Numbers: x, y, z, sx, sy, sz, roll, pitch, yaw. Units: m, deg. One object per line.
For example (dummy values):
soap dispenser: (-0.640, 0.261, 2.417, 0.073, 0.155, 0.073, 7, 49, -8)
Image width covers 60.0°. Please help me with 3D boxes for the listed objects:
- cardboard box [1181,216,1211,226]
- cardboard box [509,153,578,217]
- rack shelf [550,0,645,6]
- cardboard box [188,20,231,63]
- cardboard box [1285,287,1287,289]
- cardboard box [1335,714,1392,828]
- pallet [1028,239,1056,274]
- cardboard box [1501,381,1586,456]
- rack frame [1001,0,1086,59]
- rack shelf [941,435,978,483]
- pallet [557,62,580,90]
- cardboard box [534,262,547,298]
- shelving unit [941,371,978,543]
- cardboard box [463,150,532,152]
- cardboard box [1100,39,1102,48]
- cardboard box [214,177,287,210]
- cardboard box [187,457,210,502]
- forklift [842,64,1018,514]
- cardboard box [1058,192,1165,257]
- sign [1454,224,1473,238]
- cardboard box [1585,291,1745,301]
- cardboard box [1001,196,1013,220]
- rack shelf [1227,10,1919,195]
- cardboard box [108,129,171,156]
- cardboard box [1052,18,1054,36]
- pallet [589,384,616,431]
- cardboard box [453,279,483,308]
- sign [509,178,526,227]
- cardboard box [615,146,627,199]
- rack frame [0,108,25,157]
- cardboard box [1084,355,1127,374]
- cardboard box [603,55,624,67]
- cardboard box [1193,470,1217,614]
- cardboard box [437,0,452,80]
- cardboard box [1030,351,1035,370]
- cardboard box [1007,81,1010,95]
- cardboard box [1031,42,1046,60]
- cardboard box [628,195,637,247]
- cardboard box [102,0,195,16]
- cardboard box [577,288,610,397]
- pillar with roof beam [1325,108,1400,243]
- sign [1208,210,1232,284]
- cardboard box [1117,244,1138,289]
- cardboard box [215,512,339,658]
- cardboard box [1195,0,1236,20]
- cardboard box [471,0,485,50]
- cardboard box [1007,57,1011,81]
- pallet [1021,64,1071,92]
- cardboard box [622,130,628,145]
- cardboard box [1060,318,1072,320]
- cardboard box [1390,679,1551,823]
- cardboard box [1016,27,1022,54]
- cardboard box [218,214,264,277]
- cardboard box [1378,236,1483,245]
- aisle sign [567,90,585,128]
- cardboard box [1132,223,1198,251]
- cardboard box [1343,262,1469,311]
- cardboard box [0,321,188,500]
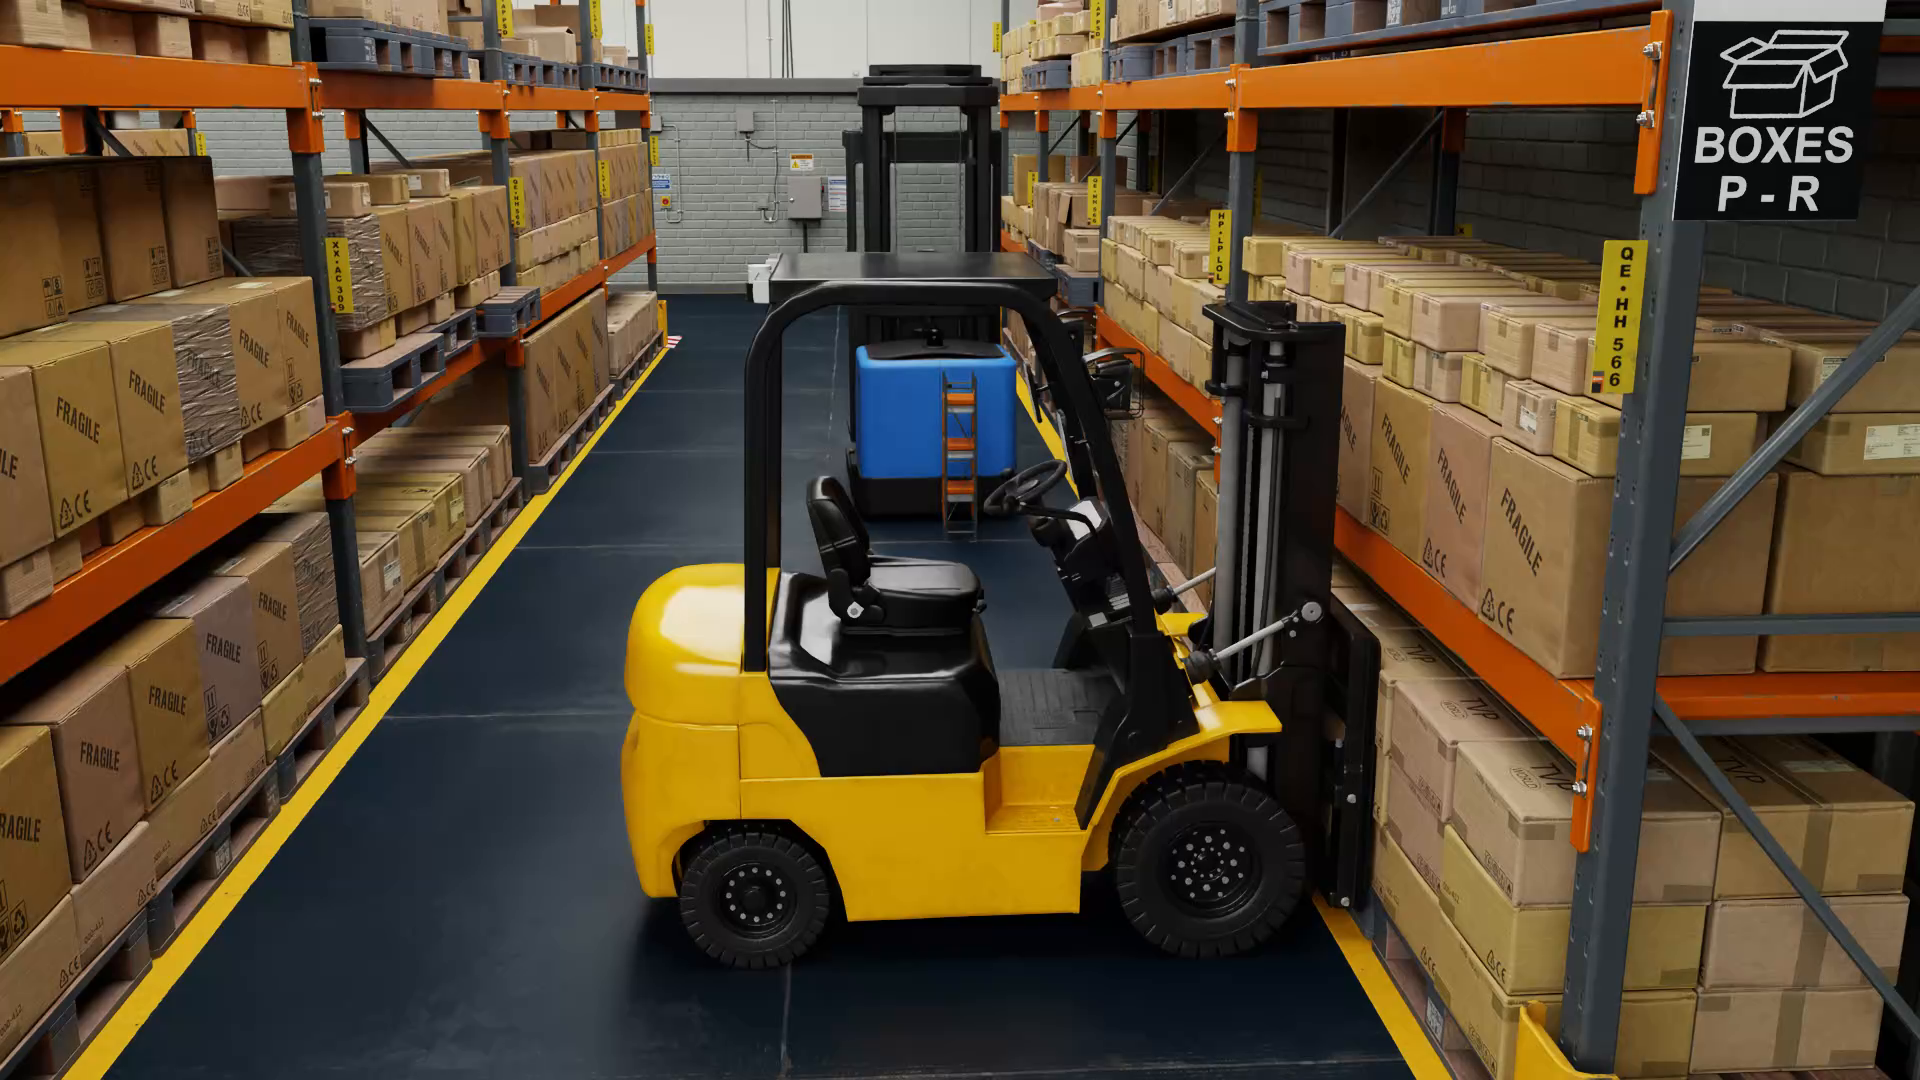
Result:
cardboard box: (1.681, -2.079, 11.083, 0.380, 0.149, 0.250, 0, 14, -2)
cardboard box: (-3.414, -2.882, 13.499, 0.500, 0.500, 0.500, 0, 14, -2)
rack shelf: (-3.867, -5.572, 16.369, 1.077, 0.370, 4.000, -1, 14, -3)
cardboard box: (-2.956, -1.851, 6.187, 0.380, 0.149, 0.250, -1, 14, -3)
cardboard box: (1.525, -0.950, 6.695, 0.380, 0.149, 0.250, -1, 14, -4)
cardboard box: (1.539, 0.713, 5.409, 0.500, 0.250, 0.500, -1, 14, -5)
pallet: (1.151, -2.495, 14.590, 1.003, 0.211, 1.213, -1, 14, -3)
cardboard box: (1.607, -0.312, 4.216, 0.380, 0.149, 0.250, -1, 14, -3)
rack frame: (0.963, -6.689, 18.464, 1.000, 3.000, 0.127, -1, 14, -3)
rack shelf: (-0.003, -0.512, 10.450, 0.215, 0.259, 0.240, -1, 14, -3)
pallet: (-3.637, -3.844, 13.811, 0.805, 0.209, 1.217, -1, 15, -6)
cardboard box: (-3.324, -1.897, 12.180, 0.500, 0.250, 0.500, -1, 14, -5)
shelving unit: (-0.003, -0.522, 10.447, 0.215, 1.050, 0.252, -1, 14, -3)
cardboard box: (-4.003, -3.130, 14.464, 0.500, 0.500, 0.500, -1, 14, -3)
cardboard box: (1.209, -3.582, 11.910, 0.380, 0.149, 0.250, -1, 14, -2)
cardboard box: (-3.557, -1.714, 8.227, 0.380, 0.149, 0.250, -1, 14, -5)
cardboard box: (-2.871, -0.208, 5.819, 0.380, 0.149, 0.250, -1, 14, -4)
forklift: (-0.278, -1.903, 12.041, 1.130, 2.935, 3.031, -1, 14, -6)
cardboard box: (1.173, -2.450, 12.981, 0.797, 0.503, 0.637, -1, 14, -5)
sign: (2.260, -1.266, 7.530, 0.100, 0.325, 0.005, -1, 14, -3)
cardboard box: (2.092, -0.656, 4.956, 0.380, 0.149, 0.250, 0, 14, -2)
cardboard box: (0.722, -3.738, 18.739, 0.500, 0.250, 0.500, -1, 14, -3)
rack shelf: (1.830, -1.406, 5.395, 1.077, 0.370, 4.000, -1, 14, -3)
cardboard box: (-8.617, -4.045, 17.424, 0.500, 0.500, 0.500, -1, 14, -5)
cardboard box: (0.940, -4.115, 13.345, 0.380, 0.149, 0.250, -1, 14, -3)
pallet: (-3.620, -1.170, 14.650, 1.003, 0.211, 1.213, -1, 14, -3)
cardboard box: (-3.053, -1.462, 9.849, 0.380, 0.149, 0.250, -1, 14, -2)
sign: (-2.954, -2.250, 11.085, 0.100, 0.325, 0.005, -1, 14, -3)
cardboard box: (-3.577, -3.619, 16.366, 0.500, 0.500, 0.500, -1, 14, -2)
rack frame: (-8.678, -2.610, 14.649, 1.000, 3.000, 0.127, -1, 14, -3)
cardboard box: (1.127, -1.287, 12.381, 0.380, 0.149, 0.250, -2, 15, -6)
cardboard box: (-3.768, -5.075, 17.673, 0.380, 0.149, 0.250, -2, 15, -8)
cardboard box: (1.663, 0.018, 8.360, 0.875, 0.625, 0.625, 0, 14, -1)
cardboard box: (-3.447, -2.982, 9.875, 0.700, 0.500, 0.500, -1, 14, -3)
cardboard box: (0.883, -1.746, 16.169, 0.380, 0.149, 0.250, -1, 14, -5)
cardboard box: (0.704, -4.839, 17.799, 0.380, 0.149, 0.250, -1, 14, -2)
cardboard box: (0.813, -4.226, 14.373, 0.380, 0.149, 0.250, -1, 14, -3)
cardboard box: (-3.594, -3.257, 16.967, 0.500, 0.500, 0.500, 0, 14, -2)
cardboard box: (-2.902, -1.887, 5.526, 0.500, 0.250, 0.500, -1, 14, -4)
cardboard box: (-3.625, -1.733, 14.662, 0.875, 0.875, 0.875, 0, 14, -2)
pillar with roof beam: (-1.858, -4.323, 9.267, 9.100, 9.000, 0.400, -1, 14, -3)
sign: (1.165, -1.311, 7.436, 0.100, 0.325, 0.005, -1, 14, -3)
cardboard box: (1.272, -1.725, 10.508, 0.500, 0.250, 0.500, 0, 14, -2)
cardboard box: (-2.943, 0.186, 6.952, 0.500, 0.500, 0.500, -1, 14, -4)
cardboard box: (1.418, -2.637, 7.870, 0.500, 0.311, 0.500, -1, 14, -5)
cardboard box: (-3.746, -3.664, 11.685, 0.700, 0.500, 0.500, -2, 15, -6)
cardboard box: (0.769, -5.067, 17.884, 0.500, 0.250, 0.500, -1, 14, -2)
pallet: (1.181, -3.987, 14.360, 1.213, 0.211, 1.003, -1, 14, -3)
cardboard box: (-3.635, -4.150, 17.127, 0.380, 0.149, 0.250, -1, 14, -2)
cardboard box: (1.089, -1.871, 14.651, 0.380, 0.149, 0.250, -2, 15, -6)
cardboard box: (1.577, 0.603, 4.832, 0.500, 0.250, 0.500, -1, 14, -2)
cardboard box: (0.839, -5.057, 16.844, 0.500, 0.250, 0.500, 0, 14, -2)
cardboard box: (-3.505, -1.229, 7.642, 0.500, 0.500, 0.500, -1, 14, -4)
cardboard box: (2.028, -1.231, 7.192, 0.380, 0.149, 0.250, -1, 14, -3)
aisle sign: (-4.285, -4.978, 18.639, 0.394, 0.787, 0.004, -1, 14, -3)
cardboard box: (1.272, -1.878, 10.303, 0.380, 0.149, 0.250, -1, 14, -3)
cardboard box: (1.589, -0.903, 5.916, 0.380, 0.149, 0.250, -1, 14, -4)
cardboard box: (-2.860, -0.423, 5.354, 0.500, 0.500, 0.500, -1, 14, -5)
